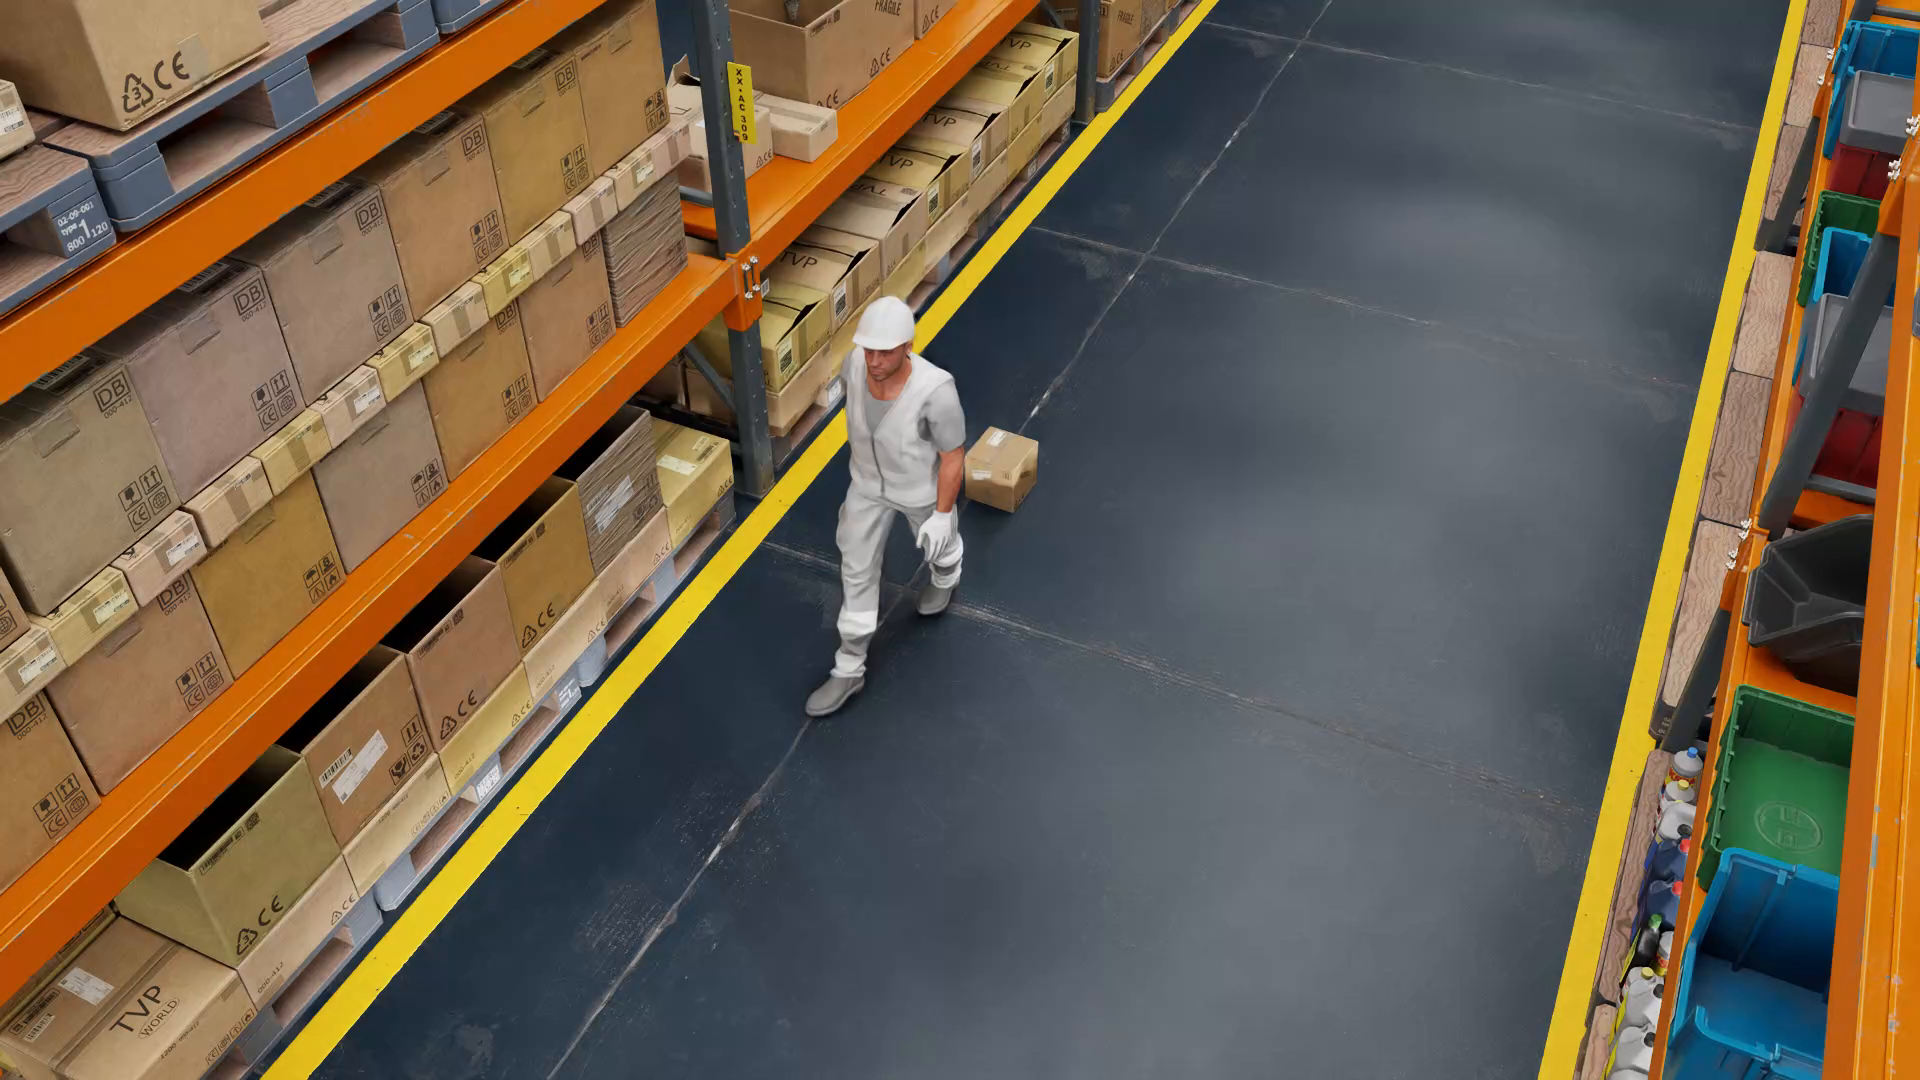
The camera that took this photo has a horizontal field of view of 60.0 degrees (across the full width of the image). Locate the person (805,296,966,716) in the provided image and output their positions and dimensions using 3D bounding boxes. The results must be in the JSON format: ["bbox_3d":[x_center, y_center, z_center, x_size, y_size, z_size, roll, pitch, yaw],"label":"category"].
[{"bbox_3d":[-0.255,-0.188,6.340,0.577,1.721,1.008,17,44,18],"label":"person"}]
